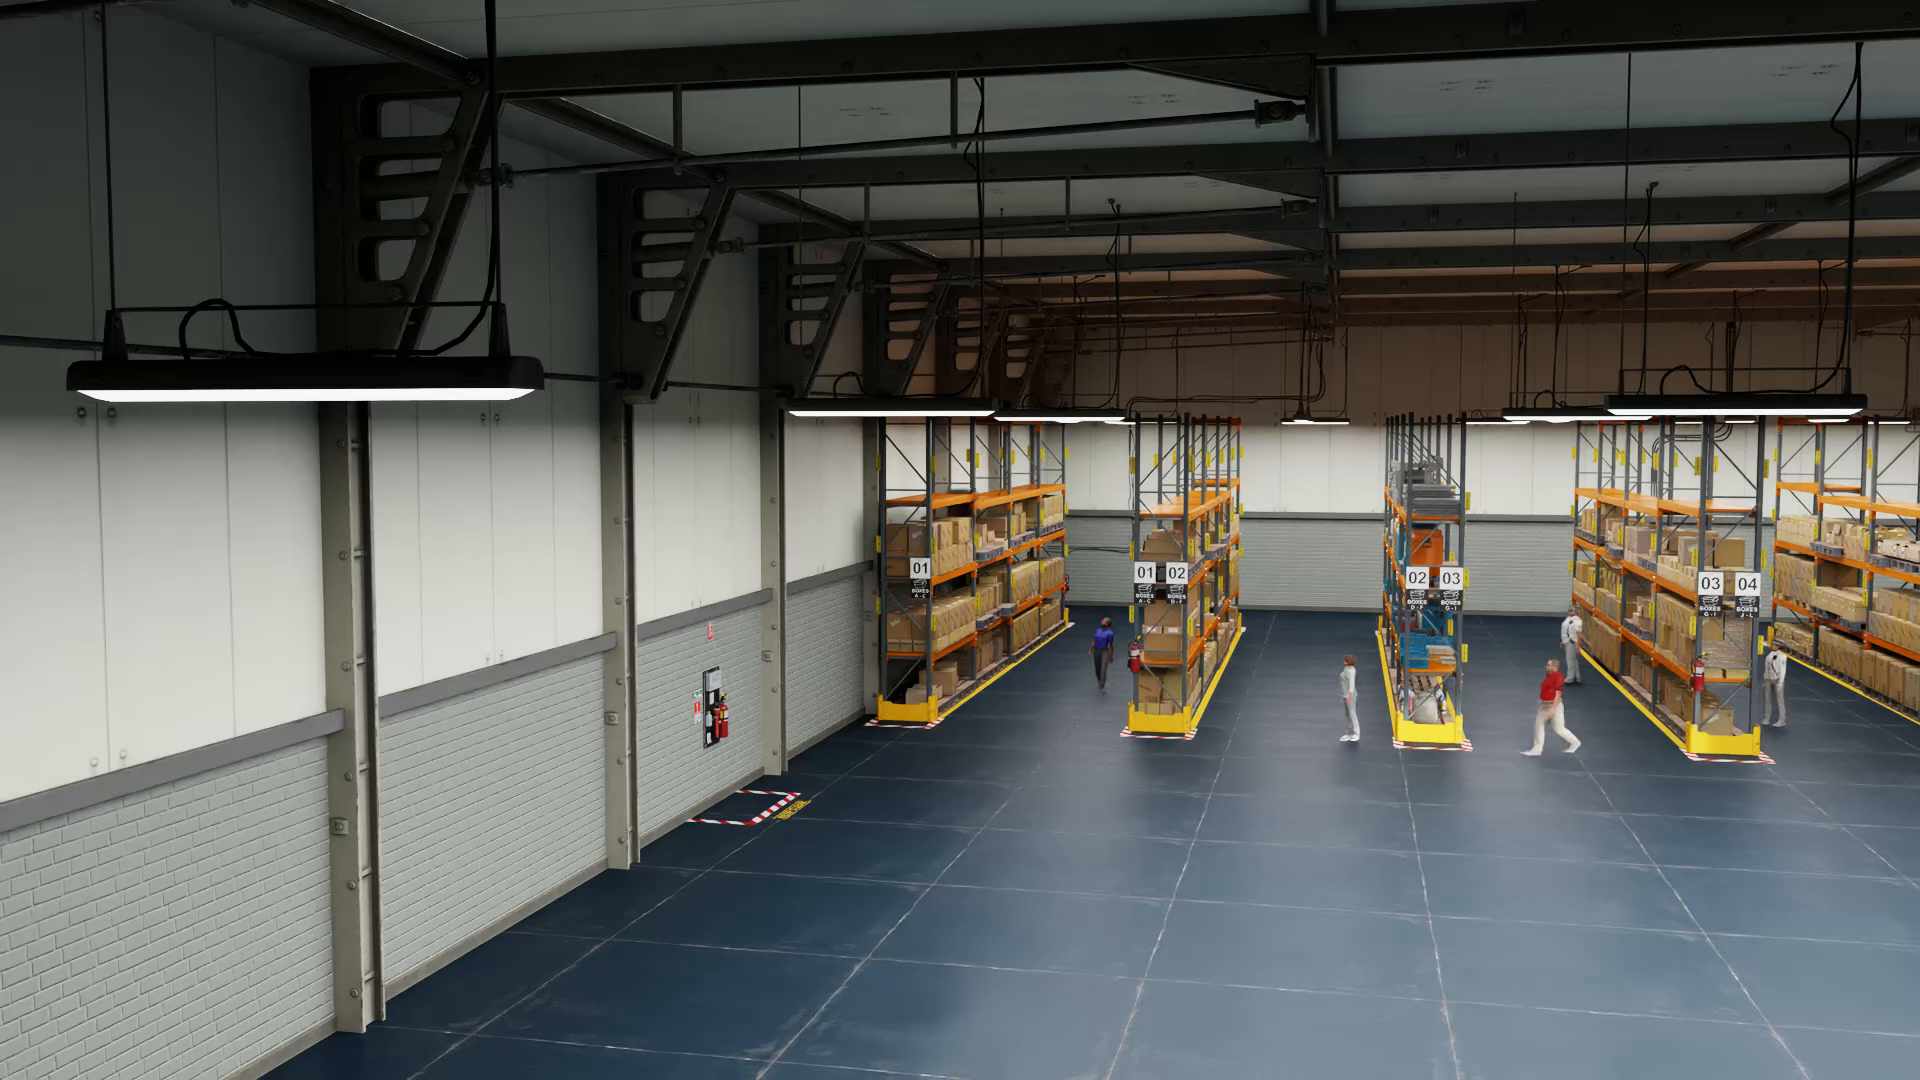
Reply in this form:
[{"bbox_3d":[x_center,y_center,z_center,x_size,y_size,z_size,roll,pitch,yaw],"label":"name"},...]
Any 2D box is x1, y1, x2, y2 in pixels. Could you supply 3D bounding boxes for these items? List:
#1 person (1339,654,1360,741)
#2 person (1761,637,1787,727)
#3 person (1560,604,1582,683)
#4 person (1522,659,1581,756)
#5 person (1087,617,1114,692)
[{"bbox_3d":[7.126,2.877,30.348,0.386,1.619,0.484,-1,4,-9],"label":"person"},{"bbox_3d":[15.666,2.719,31.984,0.382,1.696,0.485,-2,4,-28],"label":"person"},{"bbox_3d":[13.691,2.313,37.329,0.506,1.766,0.537,1,4,9],"label":"person"},{"bbox_3d":[10.311,2.911,28.913,0.967,1.694,0.513,-1,4,-18],"label":"person"},{"bbox_3d":[3.070,2.483,36.183,0.551,1.584,0.928,1,4,18],"label":"person"}]
